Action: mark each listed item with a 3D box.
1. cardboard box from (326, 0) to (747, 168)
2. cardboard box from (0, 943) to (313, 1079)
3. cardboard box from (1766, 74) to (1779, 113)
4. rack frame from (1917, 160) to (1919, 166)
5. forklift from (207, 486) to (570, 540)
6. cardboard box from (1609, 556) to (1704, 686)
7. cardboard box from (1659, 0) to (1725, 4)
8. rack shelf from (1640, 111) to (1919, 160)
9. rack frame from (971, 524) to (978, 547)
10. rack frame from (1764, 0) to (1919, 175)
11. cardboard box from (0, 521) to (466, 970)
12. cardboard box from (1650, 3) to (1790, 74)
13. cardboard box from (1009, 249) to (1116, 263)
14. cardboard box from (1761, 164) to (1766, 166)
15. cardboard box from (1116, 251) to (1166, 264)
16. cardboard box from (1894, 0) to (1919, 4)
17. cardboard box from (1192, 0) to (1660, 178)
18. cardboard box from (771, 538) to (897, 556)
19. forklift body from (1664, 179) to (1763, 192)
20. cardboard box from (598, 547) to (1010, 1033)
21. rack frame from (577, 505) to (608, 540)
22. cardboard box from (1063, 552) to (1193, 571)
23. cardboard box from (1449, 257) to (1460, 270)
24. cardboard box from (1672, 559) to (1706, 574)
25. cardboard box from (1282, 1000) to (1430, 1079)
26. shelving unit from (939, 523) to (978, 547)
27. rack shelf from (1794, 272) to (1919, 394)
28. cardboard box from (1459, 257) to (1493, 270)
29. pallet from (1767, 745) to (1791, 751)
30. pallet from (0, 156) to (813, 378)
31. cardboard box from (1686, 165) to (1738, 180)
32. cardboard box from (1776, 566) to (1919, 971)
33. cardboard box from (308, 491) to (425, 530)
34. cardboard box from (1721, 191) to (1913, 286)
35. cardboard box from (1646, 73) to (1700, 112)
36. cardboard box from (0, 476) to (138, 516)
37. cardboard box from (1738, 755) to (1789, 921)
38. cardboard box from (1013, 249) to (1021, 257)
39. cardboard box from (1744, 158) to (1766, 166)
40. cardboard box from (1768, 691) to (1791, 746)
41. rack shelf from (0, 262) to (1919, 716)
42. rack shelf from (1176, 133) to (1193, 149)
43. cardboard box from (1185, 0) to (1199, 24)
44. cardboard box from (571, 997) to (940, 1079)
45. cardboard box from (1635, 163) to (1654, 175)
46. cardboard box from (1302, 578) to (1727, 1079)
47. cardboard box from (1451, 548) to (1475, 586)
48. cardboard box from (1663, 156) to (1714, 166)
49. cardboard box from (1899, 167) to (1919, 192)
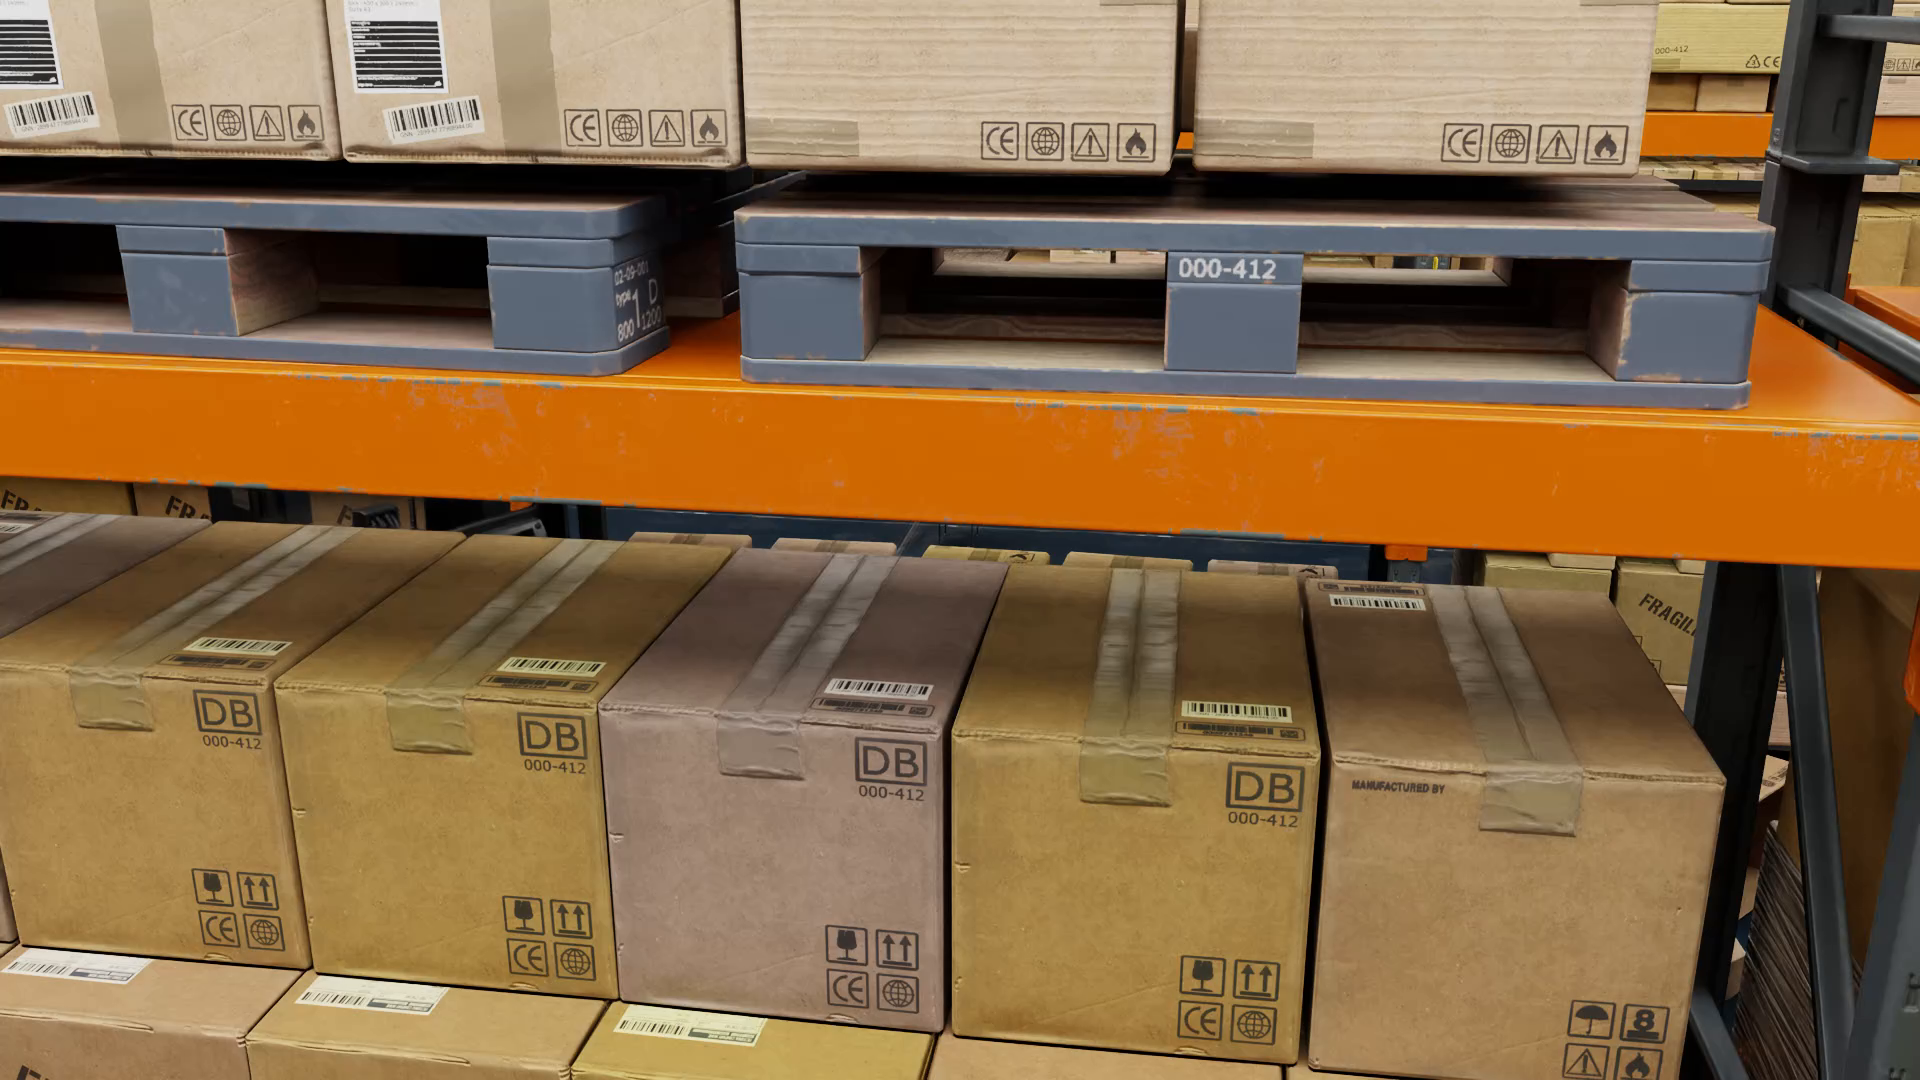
[{"bbox_3d":[-0.482,-0.680,2.201,0.500,0.311,0.500,2,19,7],"label":"cardboard box"},{"bbox_3d":[-1.265,0.875,2.803,0.500,0.500,0.500,3,19,9],"label":"cardboard box"},{"bbox_3d":[3.253,-1.750,6.474,0.250,0.149,0.380,2,19,7],"label":"cardboard box"},{"bbox_3d":[6.702,-1.944,11.384,0.127,3.000,1.000,3,19,9],"label":"rack frame"},{"bbox_3d":[-1.482,0.210,5.057,3.031,2.935,1.130,14,23,36],"label":"forklift"},{"bbox_3d":[3.039,0.297,7.178,0.500,0.500,0.500,4,19,11],"label":"cardboard box"},{"bbox_3d":[2.749,-2.133,6.362,0.250,0.149,0.380,2,19,7],"label":"cardboard box"},{"bbox_3d":[3.944,-1.570,6.675,4.000,0.370,1.077,3,19,9],"label":"rack shelf"},{"bbox_3d":[0.092,-0.422,10.146,0.006,0.900,0.240,3,19,9],"label":"rack frame"},{"bbox_3d":[1.284,-1.879,1.736,0.127,3.000,1.000,3,19,9],"label":"rack frame"},{"bbox_3d":[-1.217,0.319,2.888,0.500,0.500,0.700,3,19,8],"label":"cardboard box"},{"bbox_3d":[2.871,-1.951,6.447,0.500,0.250,0.500,3,19,8],"label":"cardboard box"},{"bbox_3d":[0.478,-0.981,7.219,0.500,0.500,0.500,4,19,11],"label":"cardboard box"},{"bbox_3d":[5.570,-2.435,11.204,0.250,0.149,0.380,3,19,9],"label":"cardboard box"},{"bbox_3d":[0.795,-1.268,7.055,0.250,0.149,0.380,2,19,7],"label":"cardboard box"},{"bbox_3d":[3.523,-2.105,6.278,0.250,0.149,0.380,3,19,8],"label":"cardboard box"},{"bbox_3d":[0.561,-0.617,2.110,0.500,0.250,0.500,3,19,9],"label":"cardboard box"},{"bbox_3d":[-0.694,0.322,8.092,0.625,0.372,0.950,3,19,8],"label":"cardboard box"},{"bbox_3d":[4.541,-1.065,10.096,1.214,2.155,2.313,3,19,9],"label":"forklift body"},{"bbox_3d":[-0.214,0.371,2.734,0.500,0.500,0.700,3,19,9],"label":"cardboard box"},{"bbox_3d":[-1.980,-0.791,7.940,0.127,3.000,1.000,3,19,9],"label":"rack frame"},{"bbox_3d":[0.741,0.397,7.870,0.625,0.372,0.950,4,19,12],"label":"cardboard box"},{"bbox_3d":[3.667,-2.067,11.596,0.500,0.500,0.500,3,19,10],"label":"cardboard box"},{"bbox_3d":[3.131,0.017,6.994,0.250,0.149,0.380,4,19,11],"label":"cardboard box"},{"bbox_3d":[0.726,0.976,2.500,0.500,0.500,0.500,3,19,8],"label":"cardboard box"},{"bbox_3d":[-0.008,-0.427,10.162,0.210,0.900,0.258,3,19,9],"label":"shelving unit"},{"bbox_3d":[3.259,-0.014,2.025,4.000,0.370,1.077,3,19,9],"label":"rack shelf"},{"bbox_3d":[2.369,-1.162,6.847,0.500,0.500,0.700,3,19,8],"label":"cardboard box"},{"bbox_3d":[3.846,0.816,7.531,1.213,0.211,1.003,3,19,9],"label":"pallet"},{"bbox_3d":[-0.917,-0.497,2.631,1.213,0.211,1.003,4,19,11],"label":"pallet"},{"bbox_3d":[5.039,-2.424,11.173,0.250,0.149,0.380,3,19,10],"label":"cardboard box"},{"bbox_3d":[1.643,0.412,2.405,0.550,0.550,0.875,3,19,9],"label":"cardboard box"},{"bbox_3d":[-2.649,-0.043,8.392,0.875,0.875,0.875,3,19,8],"label":"cardboard box"},{"bbox_3d":[3.362,-1.096,6.649,0.500,0.500,0.700,3,19,7],"label":"cardboard box"},{"bbox_3d":[2.750,-1.792,6.600,0.250,0.149,0.380,3,19,9],"label":"cardboard box"},{"bbox_3d":[-4.411,-0.135,8.665,0.875,0.875,0.875,3,19,10],"label":"cardboard box"},{"bbox_3d":[2.811,1.075,6.299,0.500,0.500,0.500,-15,24,-38],"label":"cardboard box"},{"bbox_3d":[0.062,-1.167,7.776,0.500,0.500,0.500,2,19,6],"label":"cardboard box"},{"bbox_3d":[5.647,-2.573,11.618,0.250,0.149,0.380,3,19,9],"label":"cardboard box"},{"bbox_3d":[3.562,0.679,7.219,0.500,0.250,0.500,3,19,8],"label":"cardboard box"},{"bbox_3d":[-0.691,-0.216,2.627,4.000,0.370,1.077,3,19,9],"label":"rack shelf"},{"bbox_3d":[-0.005,-1.772,7.277,4.000,0.370,1.077,3,19,9],"label":"rack shelf"},{"bbox_3d":[0.871,-2.151,6.852,0.500,0.250,0.500,3,19,9],"label":"cardboard box"},{"bbox_3d":[-0.272,0.925,2.652,0.500,0.500,0.500,3,19,9],"label":"cardboard box"},{"bbox_3d":[4.554,-2.485,11.354,0.250,0.149,0.380,3,19,9],"label":"cardboard box"},{"bbox_3d":[0.793,0.422,2.583,0.500,0.500,0.700,3,19,8],"label":"cardboard box"},{"bbox_3d":[2.596,0.105,7.751,0.500,0.500,0.500,3,19,8],"label":"cardboard box"},{"bbox_3d":[5.139,-2.623,11.766,0.250,0.149,0.380,2,19,7],"label":"cardboard box"},{"bbox_3d":[6.315,-2.392,11.075,0.250,0.149,0.380,3,19,9],"label":"cardboard box"}]
